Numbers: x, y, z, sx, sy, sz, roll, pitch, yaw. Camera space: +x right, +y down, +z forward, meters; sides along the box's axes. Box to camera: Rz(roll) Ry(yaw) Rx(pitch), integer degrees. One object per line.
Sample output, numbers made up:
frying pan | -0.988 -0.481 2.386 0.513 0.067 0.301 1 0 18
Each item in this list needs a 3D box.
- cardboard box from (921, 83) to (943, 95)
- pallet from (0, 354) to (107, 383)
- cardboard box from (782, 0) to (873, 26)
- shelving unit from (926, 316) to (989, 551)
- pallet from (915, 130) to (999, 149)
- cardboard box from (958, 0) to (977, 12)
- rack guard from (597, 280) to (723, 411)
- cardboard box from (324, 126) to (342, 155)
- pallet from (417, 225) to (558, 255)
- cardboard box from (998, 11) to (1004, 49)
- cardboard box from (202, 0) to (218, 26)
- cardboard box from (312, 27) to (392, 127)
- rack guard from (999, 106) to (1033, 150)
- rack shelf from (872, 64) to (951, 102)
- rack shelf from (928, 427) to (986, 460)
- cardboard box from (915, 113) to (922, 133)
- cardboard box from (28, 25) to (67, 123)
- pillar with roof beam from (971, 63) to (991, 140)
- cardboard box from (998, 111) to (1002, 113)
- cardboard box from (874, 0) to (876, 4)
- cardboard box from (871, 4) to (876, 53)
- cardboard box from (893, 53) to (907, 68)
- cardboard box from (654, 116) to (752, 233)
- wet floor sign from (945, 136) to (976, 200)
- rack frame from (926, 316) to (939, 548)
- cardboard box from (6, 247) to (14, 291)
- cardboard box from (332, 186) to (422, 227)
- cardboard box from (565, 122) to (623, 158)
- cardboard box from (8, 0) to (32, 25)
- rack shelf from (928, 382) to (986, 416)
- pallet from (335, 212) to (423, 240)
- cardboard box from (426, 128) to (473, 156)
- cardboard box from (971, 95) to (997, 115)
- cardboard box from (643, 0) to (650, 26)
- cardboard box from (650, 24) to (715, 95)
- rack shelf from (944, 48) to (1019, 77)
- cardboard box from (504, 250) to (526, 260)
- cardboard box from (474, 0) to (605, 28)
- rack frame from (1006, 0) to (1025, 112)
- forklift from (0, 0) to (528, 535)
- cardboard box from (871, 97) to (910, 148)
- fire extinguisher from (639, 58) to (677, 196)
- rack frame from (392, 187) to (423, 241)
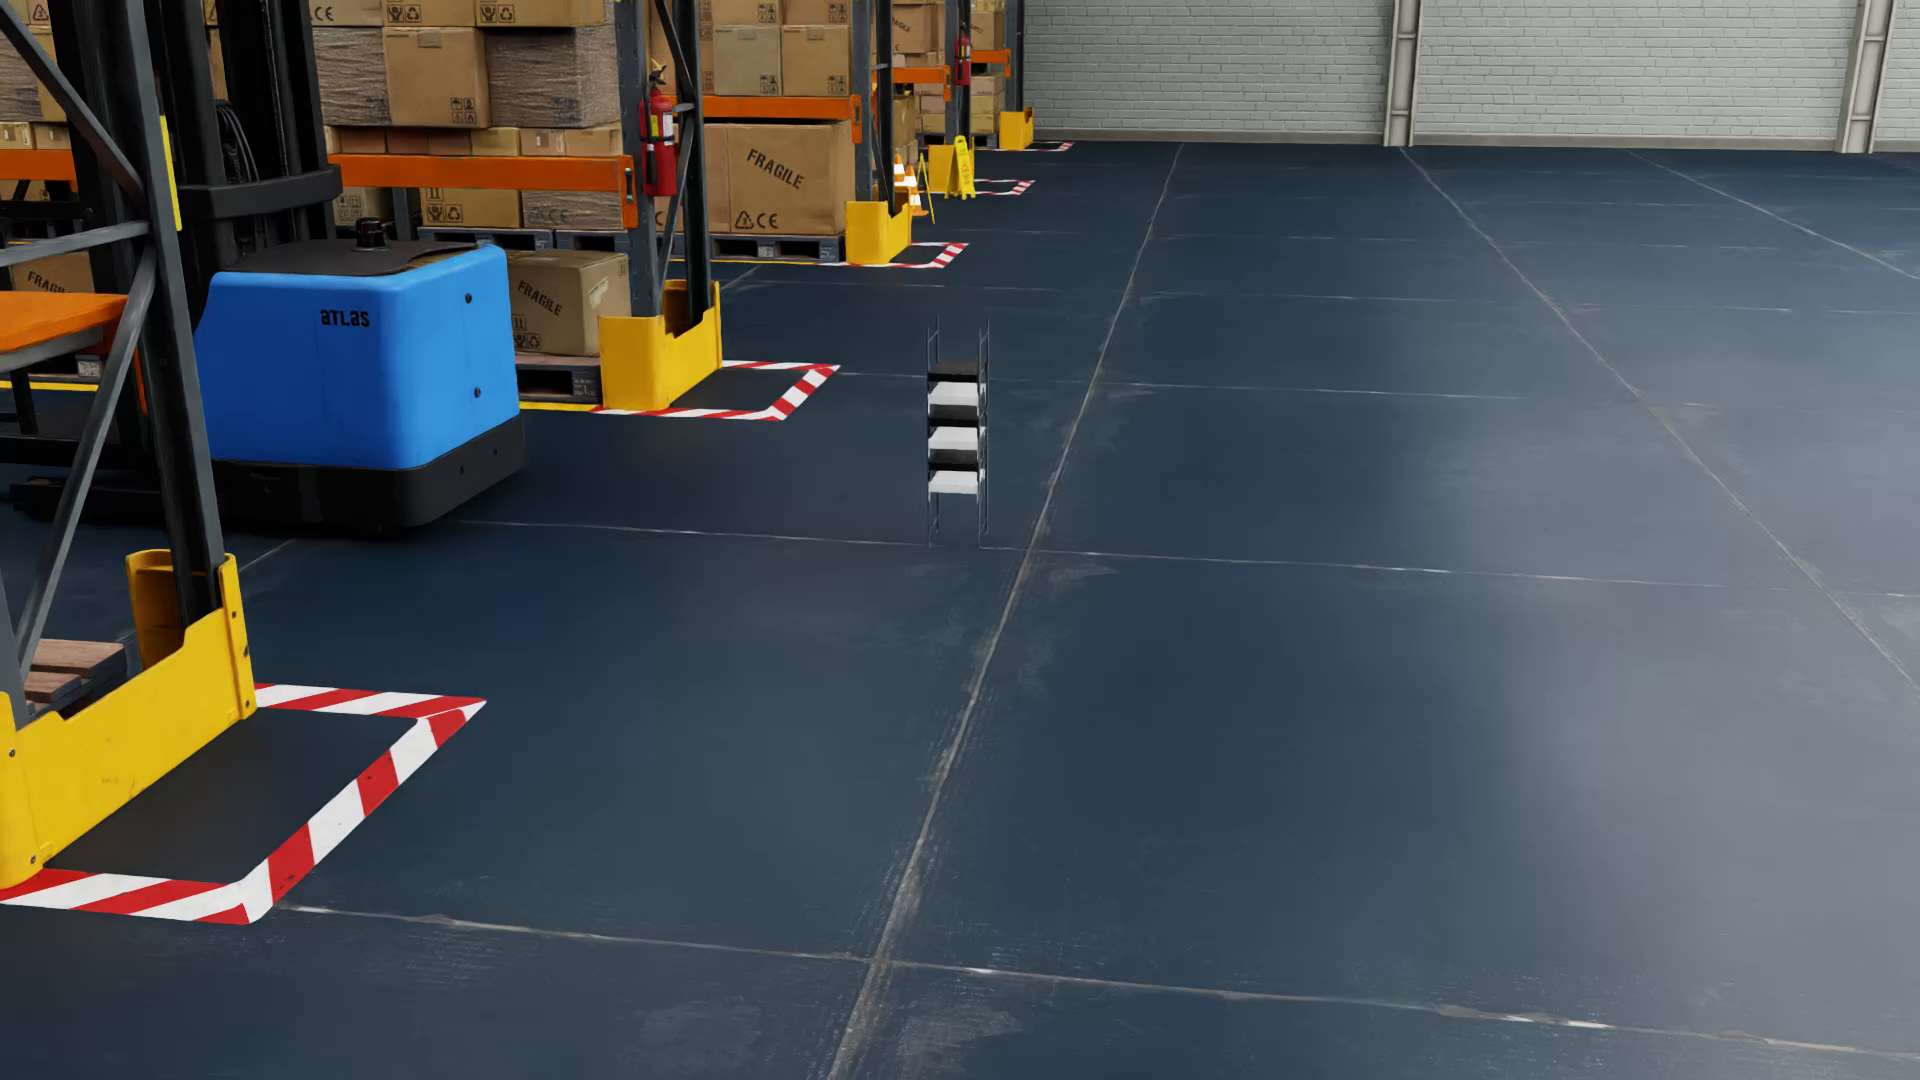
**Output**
cardboard box | -0.243 -6.272 22.917 0.500 0.250 0.500 3 19 10
pallet | -4.870 -1.150 9.906 1.213 0.211 1.003 3 19 9
cardboard box | -1.063 -4.456 13.456 0.550 0.550 0.875 3 19 9
shelving unit | -0.008 -0.427 6.662 0.210 0.900 0.258 3 19 9
pallet | 0.004 -5.656 23.375 1.213 0.211 1.003 3 19 9
cardboard box | 0.122 -7.242 22.539 0.250 0.149 0.380 3 19 10
rack guard | -1.665 -1.112 9.338 0.348 0.500 1.175 3 19 9
cardboard box | -3.402 -2.167 8.947 0.250 0.149 0.380 3 19 9
pallet | -3.914 -2.658 14.415 1.213 0.211 1.003 3 19 9
cardboard box | 0.321 -7.113 23.176 0.500 0.500 0.500 4 19 10
cardboard box | -3.652 -2.983 8.790 0.500 0.500 0.500 3 19 9
cardboard box | -3.128 -2.544 9.054 0.500 0.500 0.875 3 19 9
rack guard | 0.790 -5.767 23.250 0.348 0.500 1.175 3 19 9
rack shelf | -1.993 -5.158 18.624 4.000 0.370 1.077 3 19 9
rack shelf | -0.008 -0.396 6.672 0.200 0.077 0.258 3 19 9
cardboard box | -0.730 -5.829 23.169 0.500 0.250 0.500 3 19 9
cardboard box | -4.616 -2.605 9.235 0.500 0.500 0.875 3 19 9
pillar with roof beam | -0.462 -8.767 18.823 0.400 9.000 9.100 3 19 9
cardboard box | 0.312 -5.934 23.484 0.500 0.250 0.500 3 19 9
cardboard box | -1.055 -6.046 17.943 0.500 0.500 0.700 3 19 9
cardboard box | -1.091 -5.554 18.049 0.500 0.500 0.500 3 19 9
cardboard box | -0.689 -5.209 18.039 0.250 0.149 0.380 3 19 8
cardboard box | -2.252 -3.091 14.000 0.875 0.875 0.875 3 19 8
wet floor sign | 0.000 -3.937 17.552 0.232 0.644 0.267 10 21 27
rack frame | -0.108 -0.432 6.677 0.006 0.900 0.240 3 19 9
cardboard box | -6.142 -1.556 9.971 0.500 0.500 0.700 1 19 4
cardboard box | -5.280 -3.179 14.460 0.750 0.750 1.050 3 19 8
cardboard box | -1.904 -2.124 8.819 0.250 0.149 0.380 3 19 9
cardboard box | -5.135 -3.055 9.004 0.500 0.500 0.500 3 19 9
rack shelf | -0.008 -0.566 6.615 0.200 0.077 0.258 3 19 9
pallet | -5.426 -2.736 14.649 1.213 0.211 1.003 3 19 9
cardboard box | -2.650 -2.151 8.899 0.250 0.149 0.380 3 19 9
cardboard box | 0.236 -6.012 22.928 0.500 0.250 0.500 3 19 8
cardboard box | -2.696 -4.512 13.622 0.500 0.550 0.875 3 19 9
cardboard box | -2.156 -4.006 13.813 0.550 0.550 0.875 3 19 9
rack shelf | -1.209 -6.713 23.272 4.000 0.370 1.077 3 19 9
cardboard box | -2.799 -1.363 9.427 0.500 0.500 0.500 8 20 23
cardboard box | -2.172 -2.906 8.560 0.500 0.500 0.500 3 19 9
rack frame | 0.766 -6.953 22.857 0.127 3.000 1.000 3 19 9
forklift | -3.551 -1.629 7.053 3.031 2.935 1.130 4 19 11
cardboard box | -0.850 -4.608 18.336 0.500 0.500 0.500 3 19 9
fire extinguisher | -1.550 -2.107 8.494 0.183 0.674 0.296 3 19 9
rack frame | -4.653 -4.044 14.161 0.127 3.000 1.000 3 19 9
